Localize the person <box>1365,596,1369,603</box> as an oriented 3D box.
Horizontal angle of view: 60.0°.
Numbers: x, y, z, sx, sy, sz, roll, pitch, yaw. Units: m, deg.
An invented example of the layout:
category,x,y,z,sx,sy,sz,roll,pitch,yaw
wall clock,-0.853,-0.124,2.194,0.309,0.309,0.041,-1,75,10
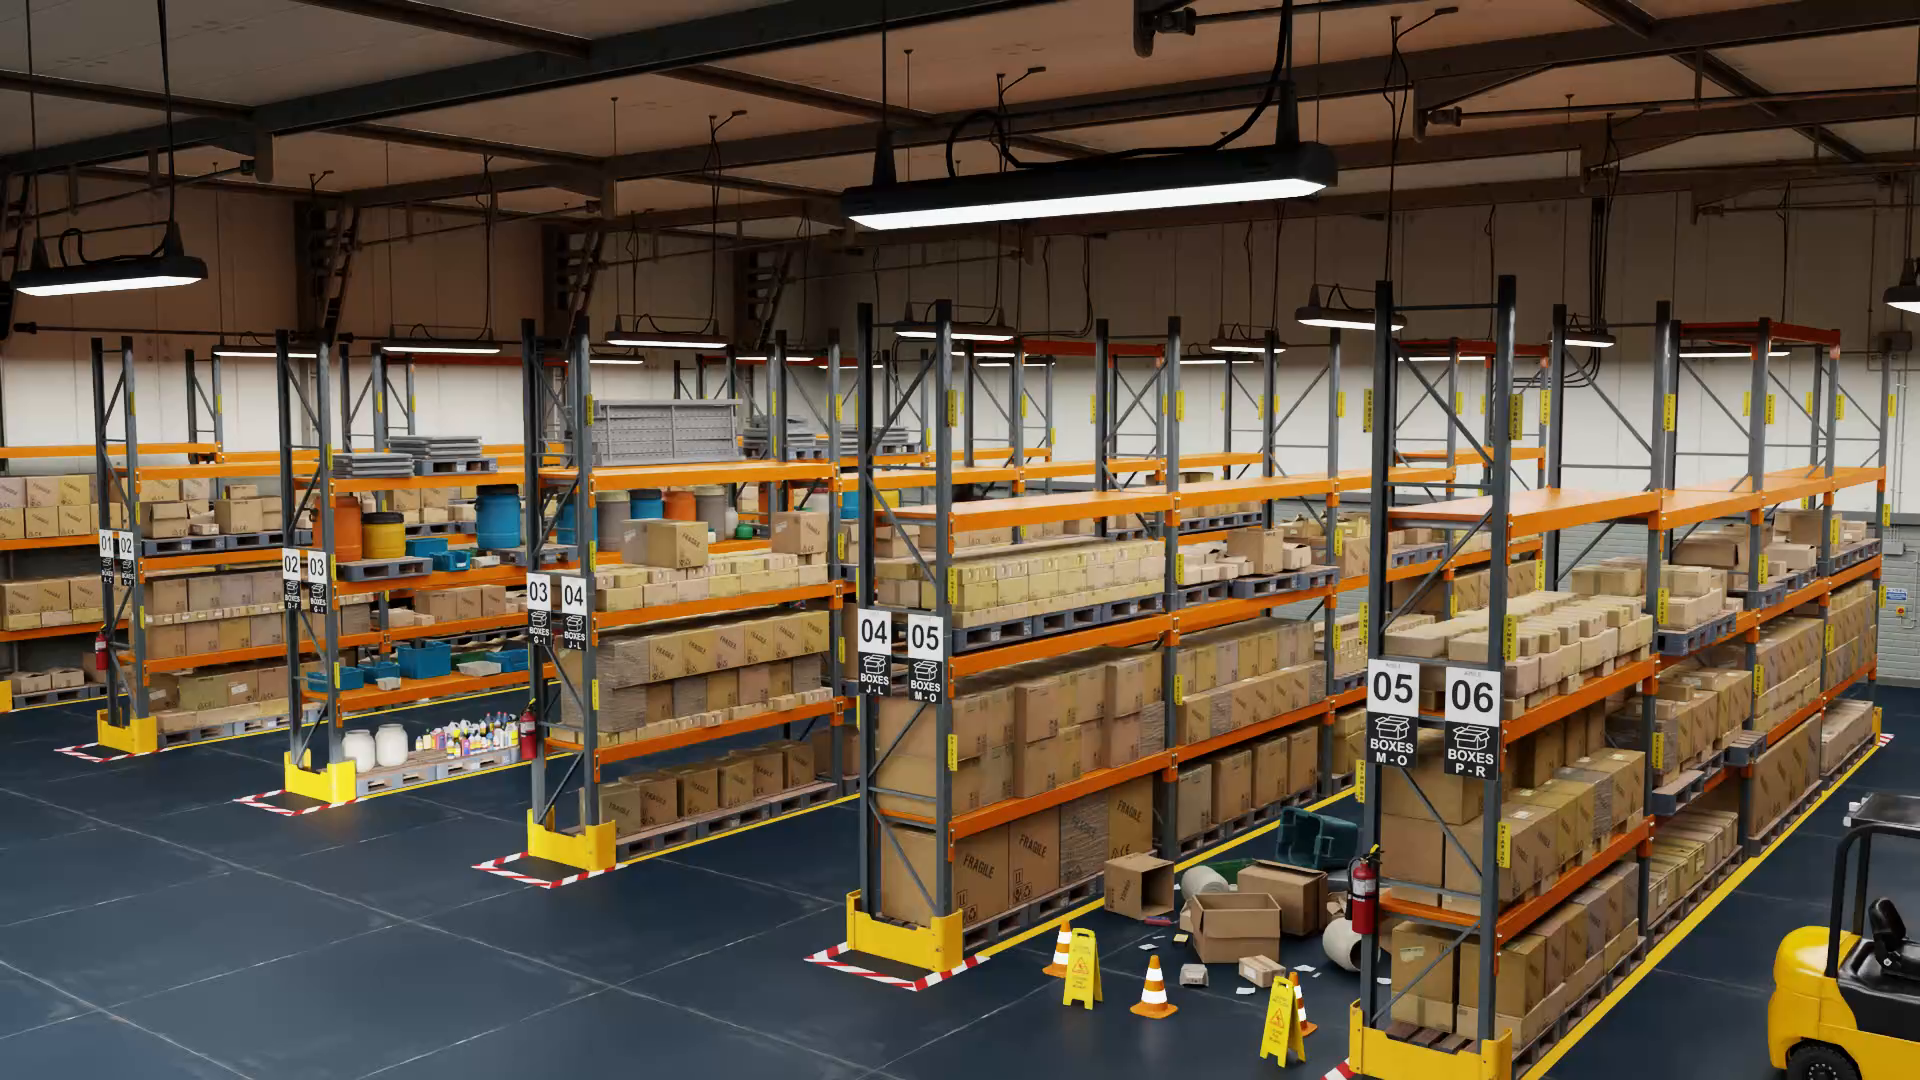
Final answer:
category,x,y,z,sx,sy,sz,roll,pitch,yaw
person,7.013,1.817,28.511,0.633,1.725,1.048,4,6,38
